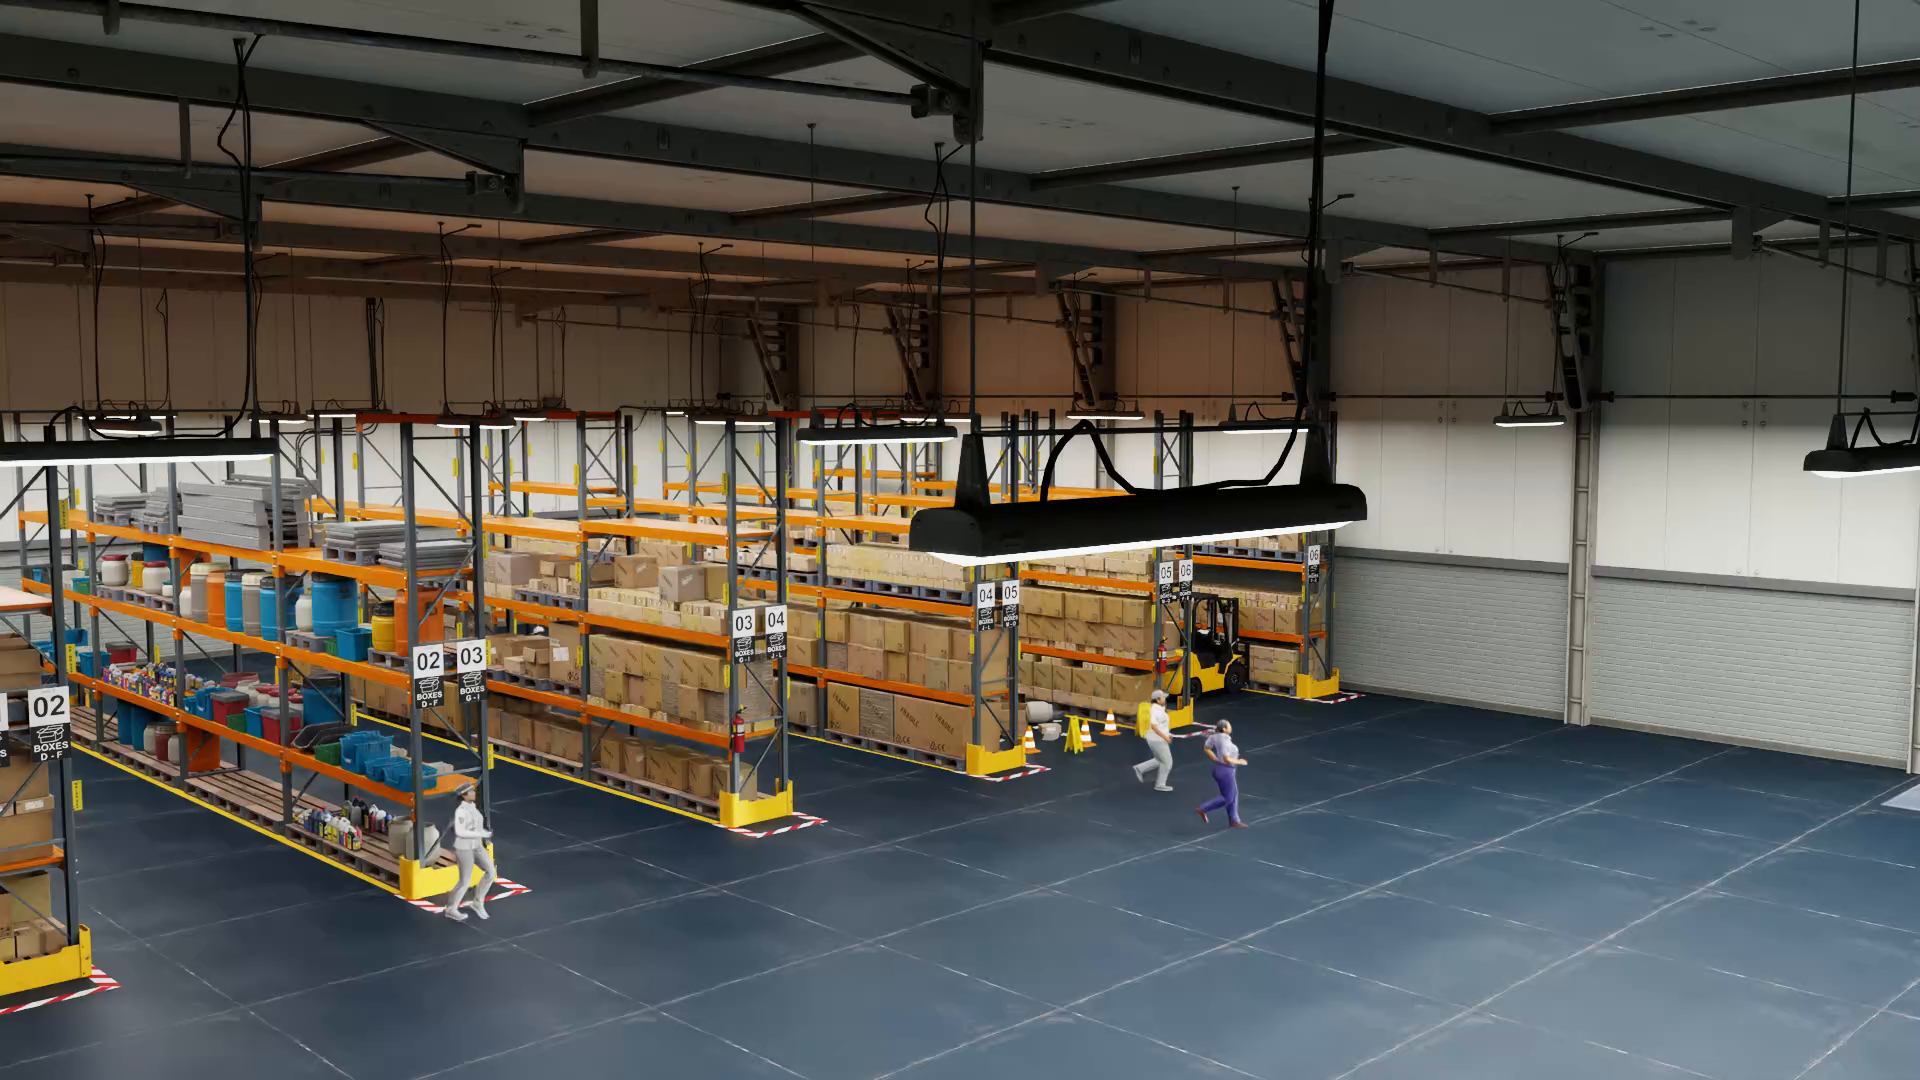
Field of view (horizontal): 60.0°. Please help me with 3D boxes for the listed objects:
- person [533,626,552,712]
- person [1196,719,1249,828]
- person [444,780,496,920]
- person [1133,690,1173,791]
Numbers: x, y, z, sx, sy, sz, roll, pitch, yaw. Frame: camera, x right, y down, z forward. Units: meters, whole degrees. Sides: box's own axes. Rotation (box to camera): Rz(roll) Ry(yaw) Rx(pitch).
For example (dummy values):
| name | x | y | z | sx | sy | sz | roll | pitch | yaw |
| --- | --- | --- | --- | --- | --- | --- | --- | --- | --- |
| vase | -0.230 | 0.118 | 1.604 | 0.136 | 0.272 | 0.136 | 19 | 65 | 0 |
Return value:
| name | x | y | z | sx | sy | sz | roll | pitch | yaw |
| --- | --- | --- | --- | --- | --- | --- | --- | --- | --- |
| person | -8.298 | 2.608 | 32.743 | 0.787 | 1.842 | 0.659 | 5 | 7 | 44 |
| person | 3.819 | 3.419 | 24.245 | 0.848 | 1.640 | 0.607 | -1 | 5 | -10 |
| person | -5.907 | 3.746 | 20.079 | 0.598 | 1.721 | 0.622 | 0 | 5 | 4 |
| person | 3.117 | 3.207 | 26.663 | 0.610 | 1.621 | 0.647 | 0 | 5 | 3 |
